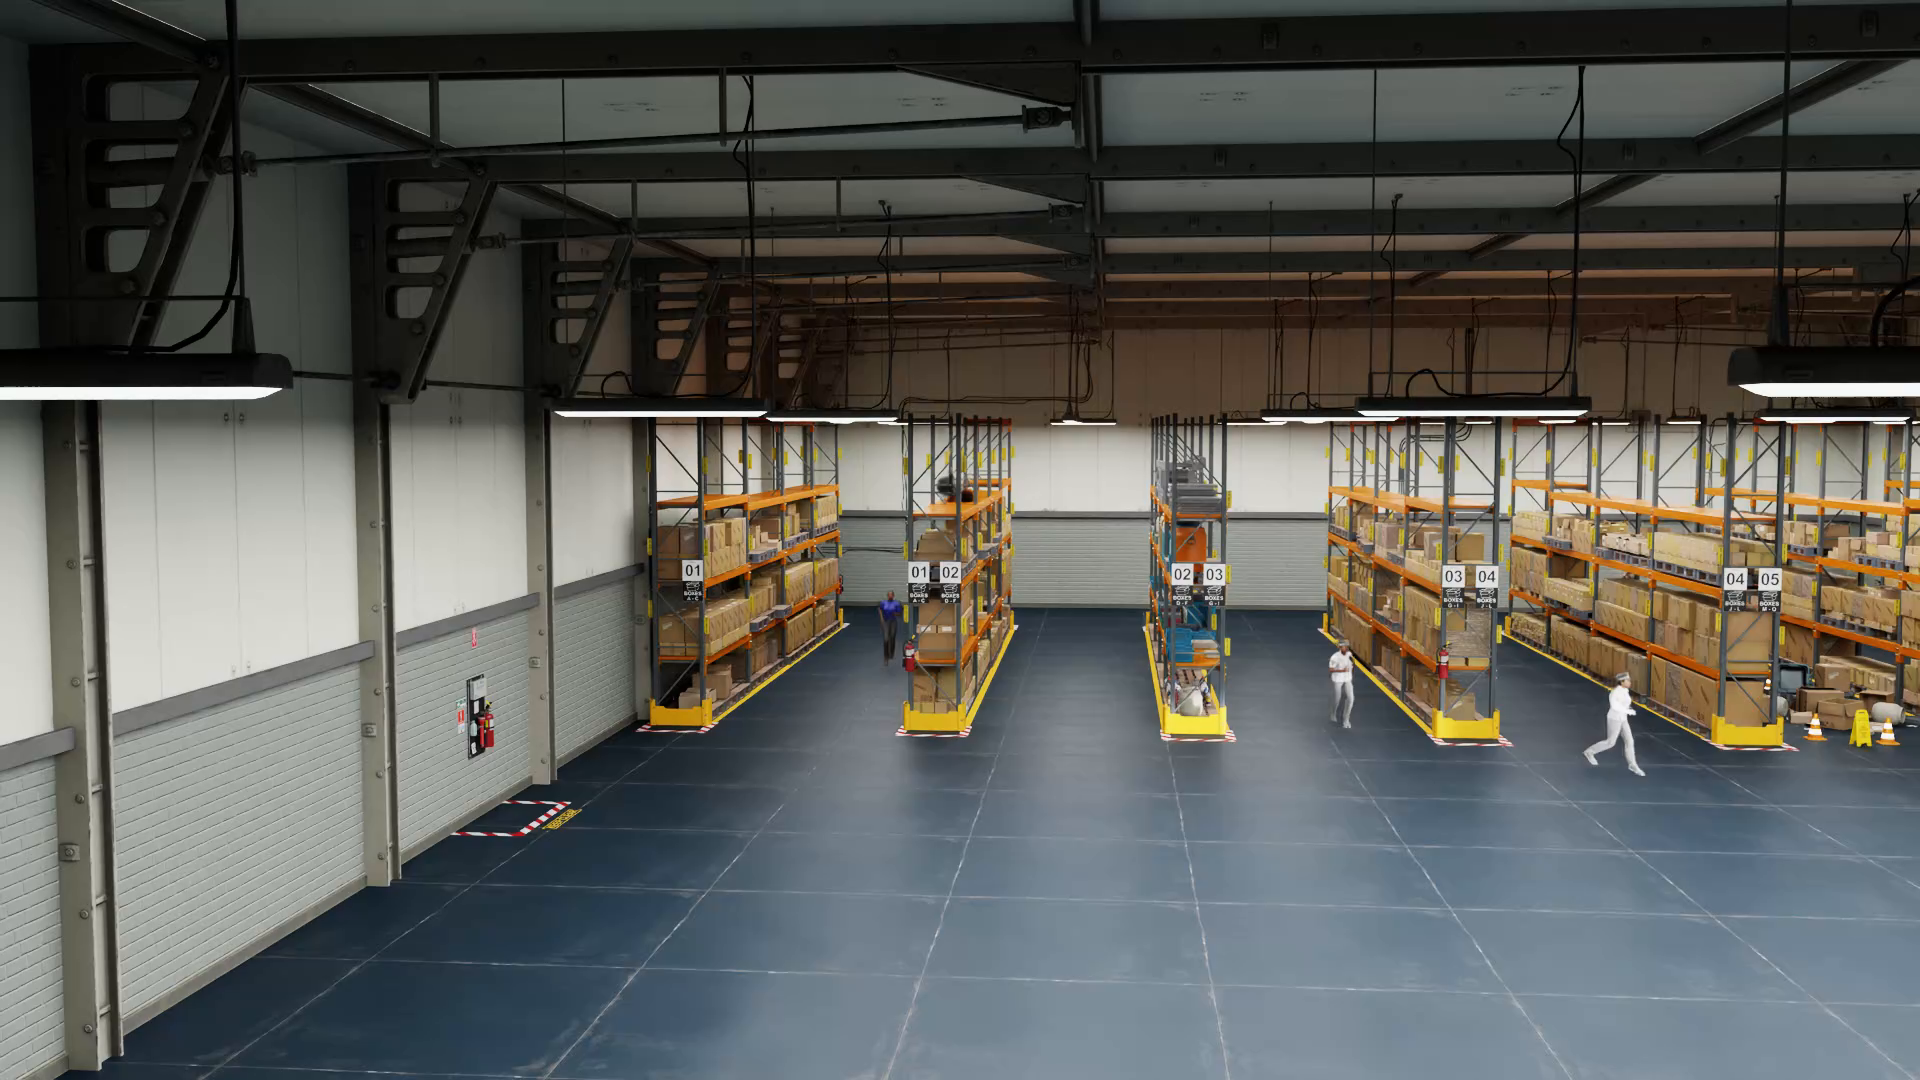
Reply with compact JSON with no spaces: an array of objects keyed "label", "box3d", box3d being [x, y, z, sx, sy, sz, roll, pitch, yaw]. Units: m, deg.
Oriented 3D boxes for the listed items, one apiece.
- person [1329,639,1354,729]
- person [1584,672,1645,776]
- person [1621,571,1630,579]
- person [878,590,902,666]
[{"label":"person","box3d":[7.327,2.740,31.951,0.599,1.726,0.836,-1,4,-13]},{"label":"person","box3d":[10.903,3.020,27.655,0.986,1.698,0.636,3,5,35]},{"label":"person","box3d":[19.192,1.702,47.782,0.718,1.626,0.553,-1,4,-14]},{"label":"person","box3d":[-1.636,2.045,38.938,0.558,1.759,0.753,0,4,-3]}]
